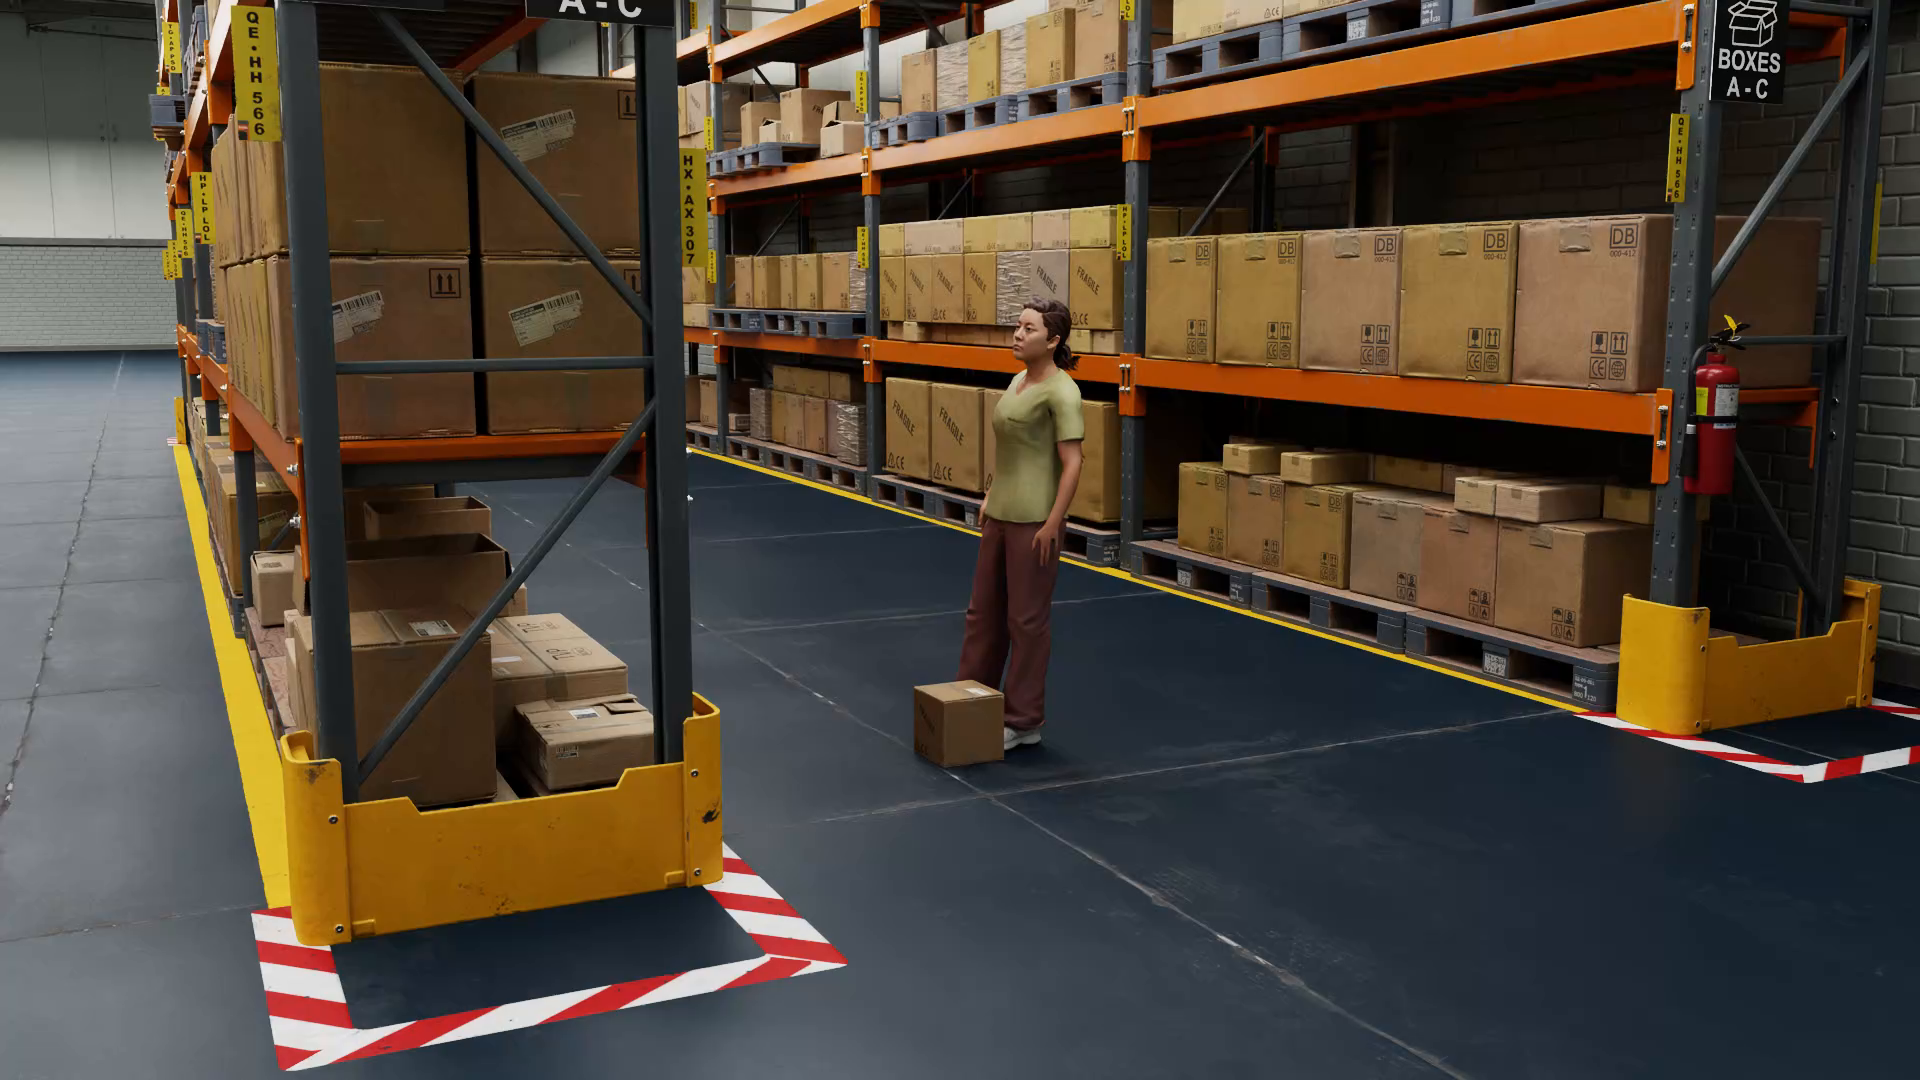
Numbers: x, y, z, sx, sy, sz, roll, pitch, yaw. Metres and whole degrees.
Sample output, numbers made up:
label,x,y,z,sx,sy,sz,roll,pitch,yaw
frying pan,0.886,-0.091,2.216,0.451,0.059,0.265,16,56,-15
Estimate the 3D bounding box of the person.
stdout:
label,x,y,z,sx,sy,sz,roll,pitch,yaw
person,0.176,-0.055,6.153,0.549,1.675,0.553,-4,10,-26
